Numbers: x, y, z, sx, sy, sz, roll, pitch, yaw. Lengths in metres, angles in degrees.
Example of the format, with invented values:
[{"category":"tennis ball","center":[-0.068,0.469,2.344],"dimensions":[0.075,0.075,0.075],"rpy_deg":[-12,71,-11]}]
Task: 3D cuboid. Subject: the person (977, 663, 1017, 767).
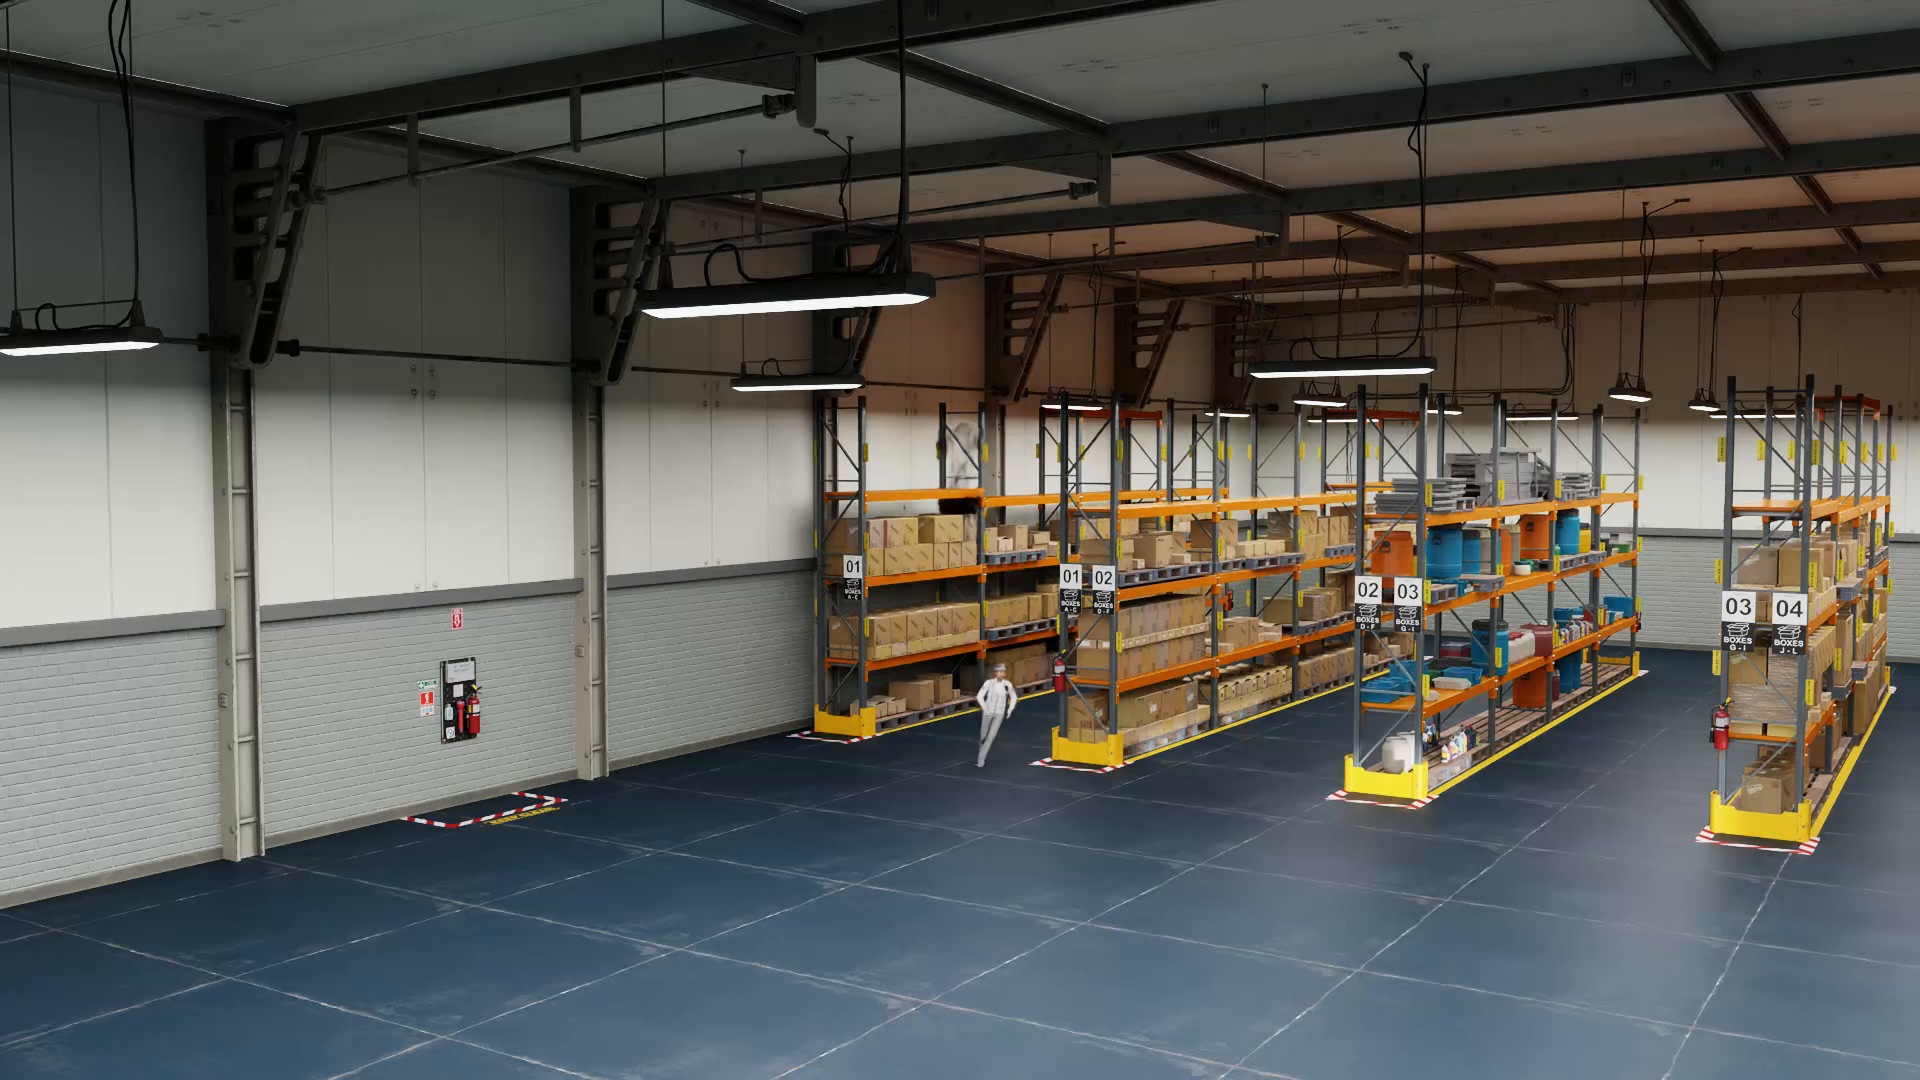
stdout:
[{"category":"person","center":[0.593,2.794,26.802],"dimensions":[0.679,1.646,0.726],"rpy_deg":[0,3,-4]}]
